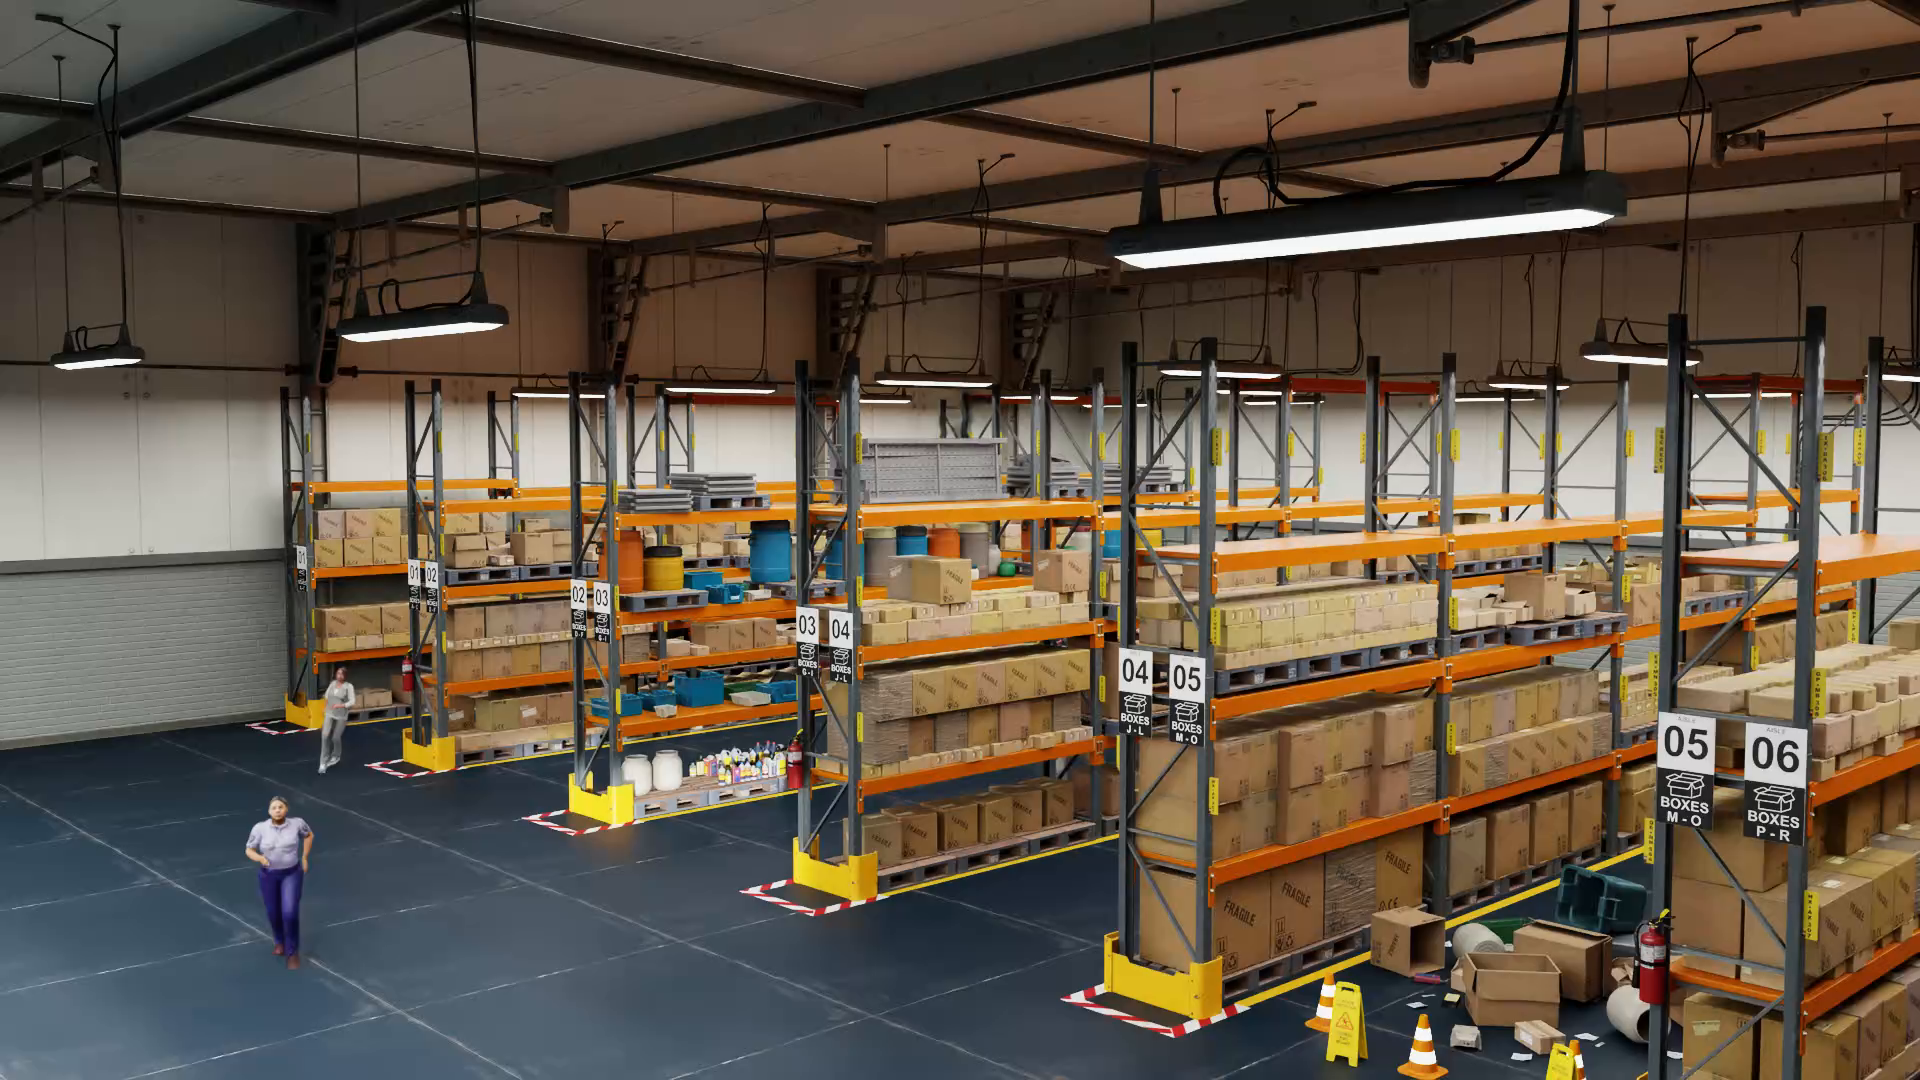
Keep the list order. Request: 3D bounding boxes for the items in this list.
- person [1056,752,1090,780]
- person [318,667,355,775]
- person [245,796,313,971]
[{"bbox_3d":[1.662,2.725,24.109,1.035,1.754,0.713,-4,5,-45],"label":"person"},{"bbox_3d":[-9.533,2.737,25.477,0.537,1.584,0.749,0,4,-4],"label":"person"},{"bbox_3d":[-6.620,3.329,16.179,0.588,1.707,0.745,-1,4,-15],"label":"person"}]
